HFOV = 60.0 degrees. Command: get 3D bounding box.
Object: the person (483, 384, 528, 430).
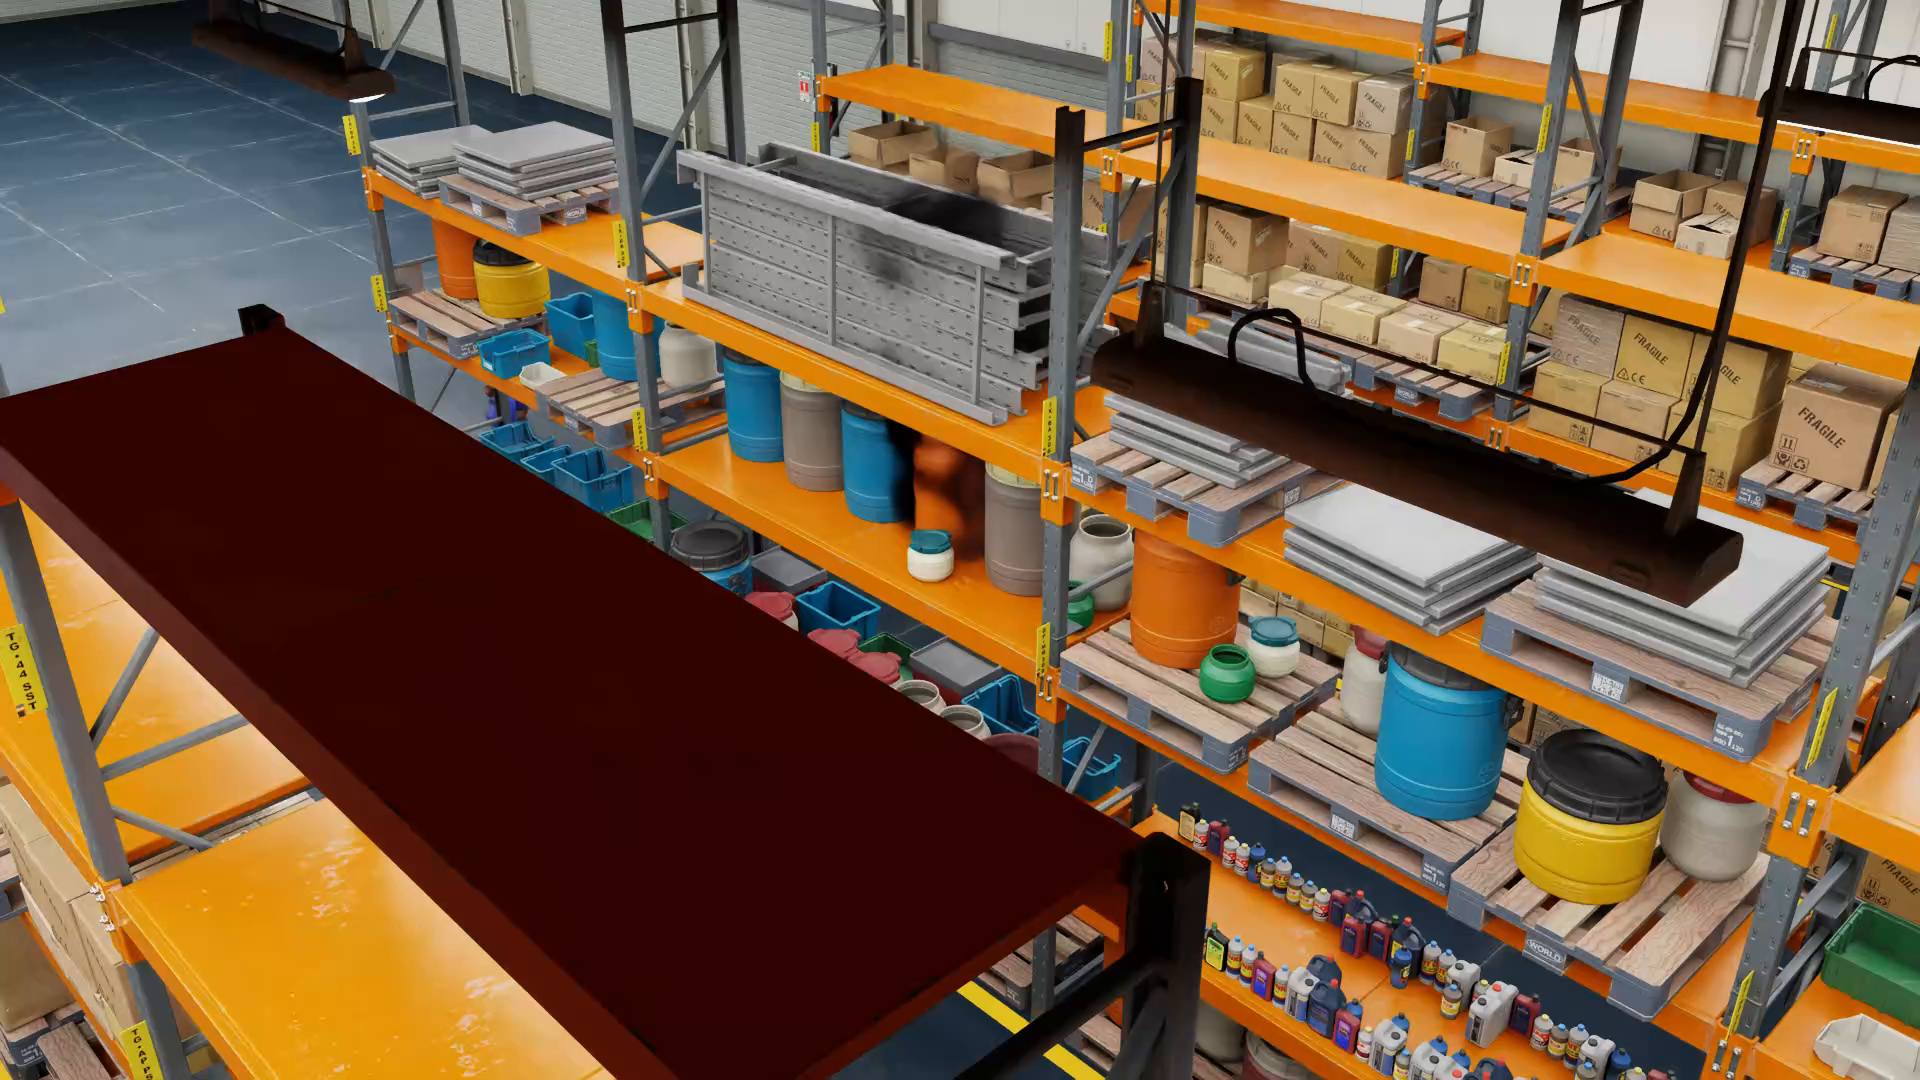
[{"bbox_3d":[-4.621,-0.970,16.984,0.530,1.598,0.644,2,28,4],"label":"person"}]
